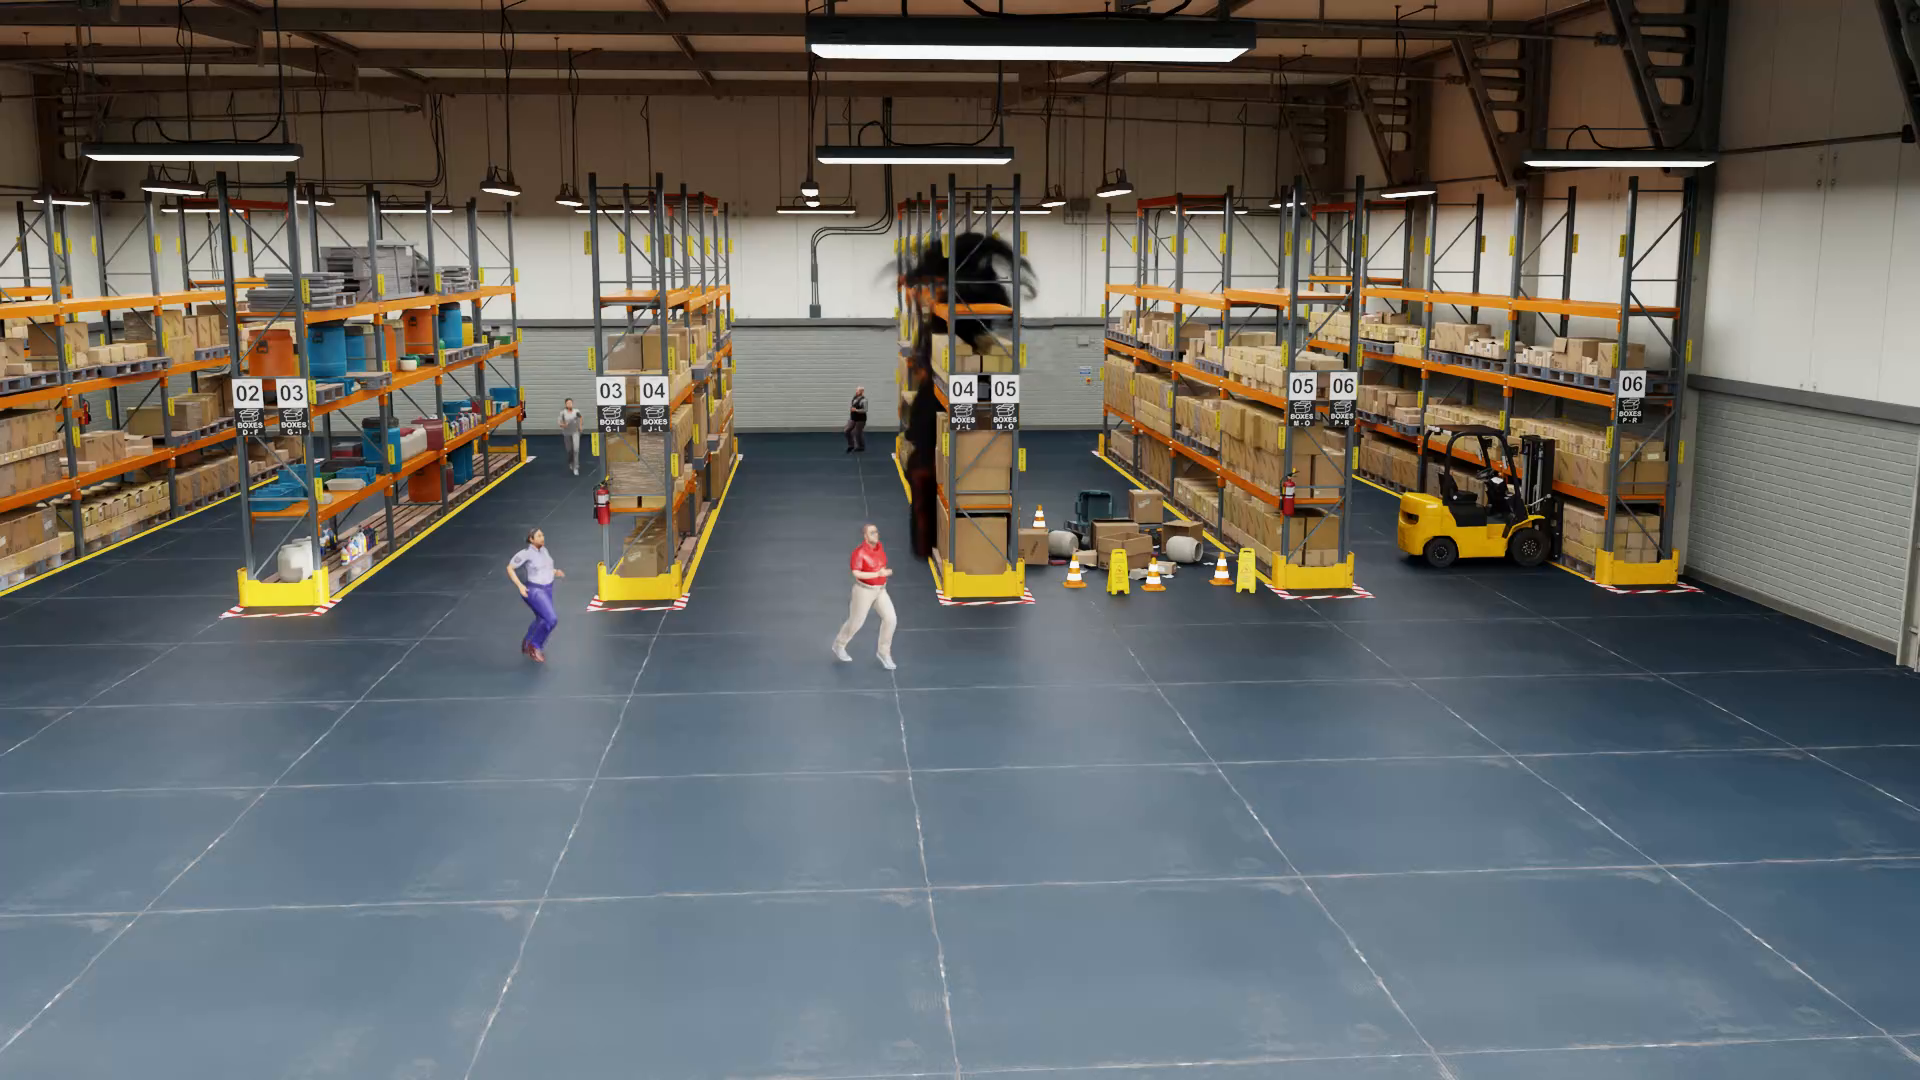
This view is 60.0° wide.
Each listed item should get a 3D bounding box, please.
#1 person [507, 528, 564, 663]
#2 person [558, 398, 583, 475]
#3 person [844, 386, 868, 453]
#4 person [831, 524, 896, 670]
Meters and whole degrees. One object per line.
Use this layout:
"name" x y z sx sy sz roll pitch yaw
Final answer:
"person" -5.104 0.677 20.227 0.664 1.637 0.586 3 10 17
"person" -8.675 -2.335 37.088 0.541 1.676 0.971 -2 10 -13
"person" -2.469 -2.916 40.547 0.662 1.691 0.791 -9 14 -43
"person" -1.109 0.674 19.995 0.925 1.787 0.671 9 13 41
